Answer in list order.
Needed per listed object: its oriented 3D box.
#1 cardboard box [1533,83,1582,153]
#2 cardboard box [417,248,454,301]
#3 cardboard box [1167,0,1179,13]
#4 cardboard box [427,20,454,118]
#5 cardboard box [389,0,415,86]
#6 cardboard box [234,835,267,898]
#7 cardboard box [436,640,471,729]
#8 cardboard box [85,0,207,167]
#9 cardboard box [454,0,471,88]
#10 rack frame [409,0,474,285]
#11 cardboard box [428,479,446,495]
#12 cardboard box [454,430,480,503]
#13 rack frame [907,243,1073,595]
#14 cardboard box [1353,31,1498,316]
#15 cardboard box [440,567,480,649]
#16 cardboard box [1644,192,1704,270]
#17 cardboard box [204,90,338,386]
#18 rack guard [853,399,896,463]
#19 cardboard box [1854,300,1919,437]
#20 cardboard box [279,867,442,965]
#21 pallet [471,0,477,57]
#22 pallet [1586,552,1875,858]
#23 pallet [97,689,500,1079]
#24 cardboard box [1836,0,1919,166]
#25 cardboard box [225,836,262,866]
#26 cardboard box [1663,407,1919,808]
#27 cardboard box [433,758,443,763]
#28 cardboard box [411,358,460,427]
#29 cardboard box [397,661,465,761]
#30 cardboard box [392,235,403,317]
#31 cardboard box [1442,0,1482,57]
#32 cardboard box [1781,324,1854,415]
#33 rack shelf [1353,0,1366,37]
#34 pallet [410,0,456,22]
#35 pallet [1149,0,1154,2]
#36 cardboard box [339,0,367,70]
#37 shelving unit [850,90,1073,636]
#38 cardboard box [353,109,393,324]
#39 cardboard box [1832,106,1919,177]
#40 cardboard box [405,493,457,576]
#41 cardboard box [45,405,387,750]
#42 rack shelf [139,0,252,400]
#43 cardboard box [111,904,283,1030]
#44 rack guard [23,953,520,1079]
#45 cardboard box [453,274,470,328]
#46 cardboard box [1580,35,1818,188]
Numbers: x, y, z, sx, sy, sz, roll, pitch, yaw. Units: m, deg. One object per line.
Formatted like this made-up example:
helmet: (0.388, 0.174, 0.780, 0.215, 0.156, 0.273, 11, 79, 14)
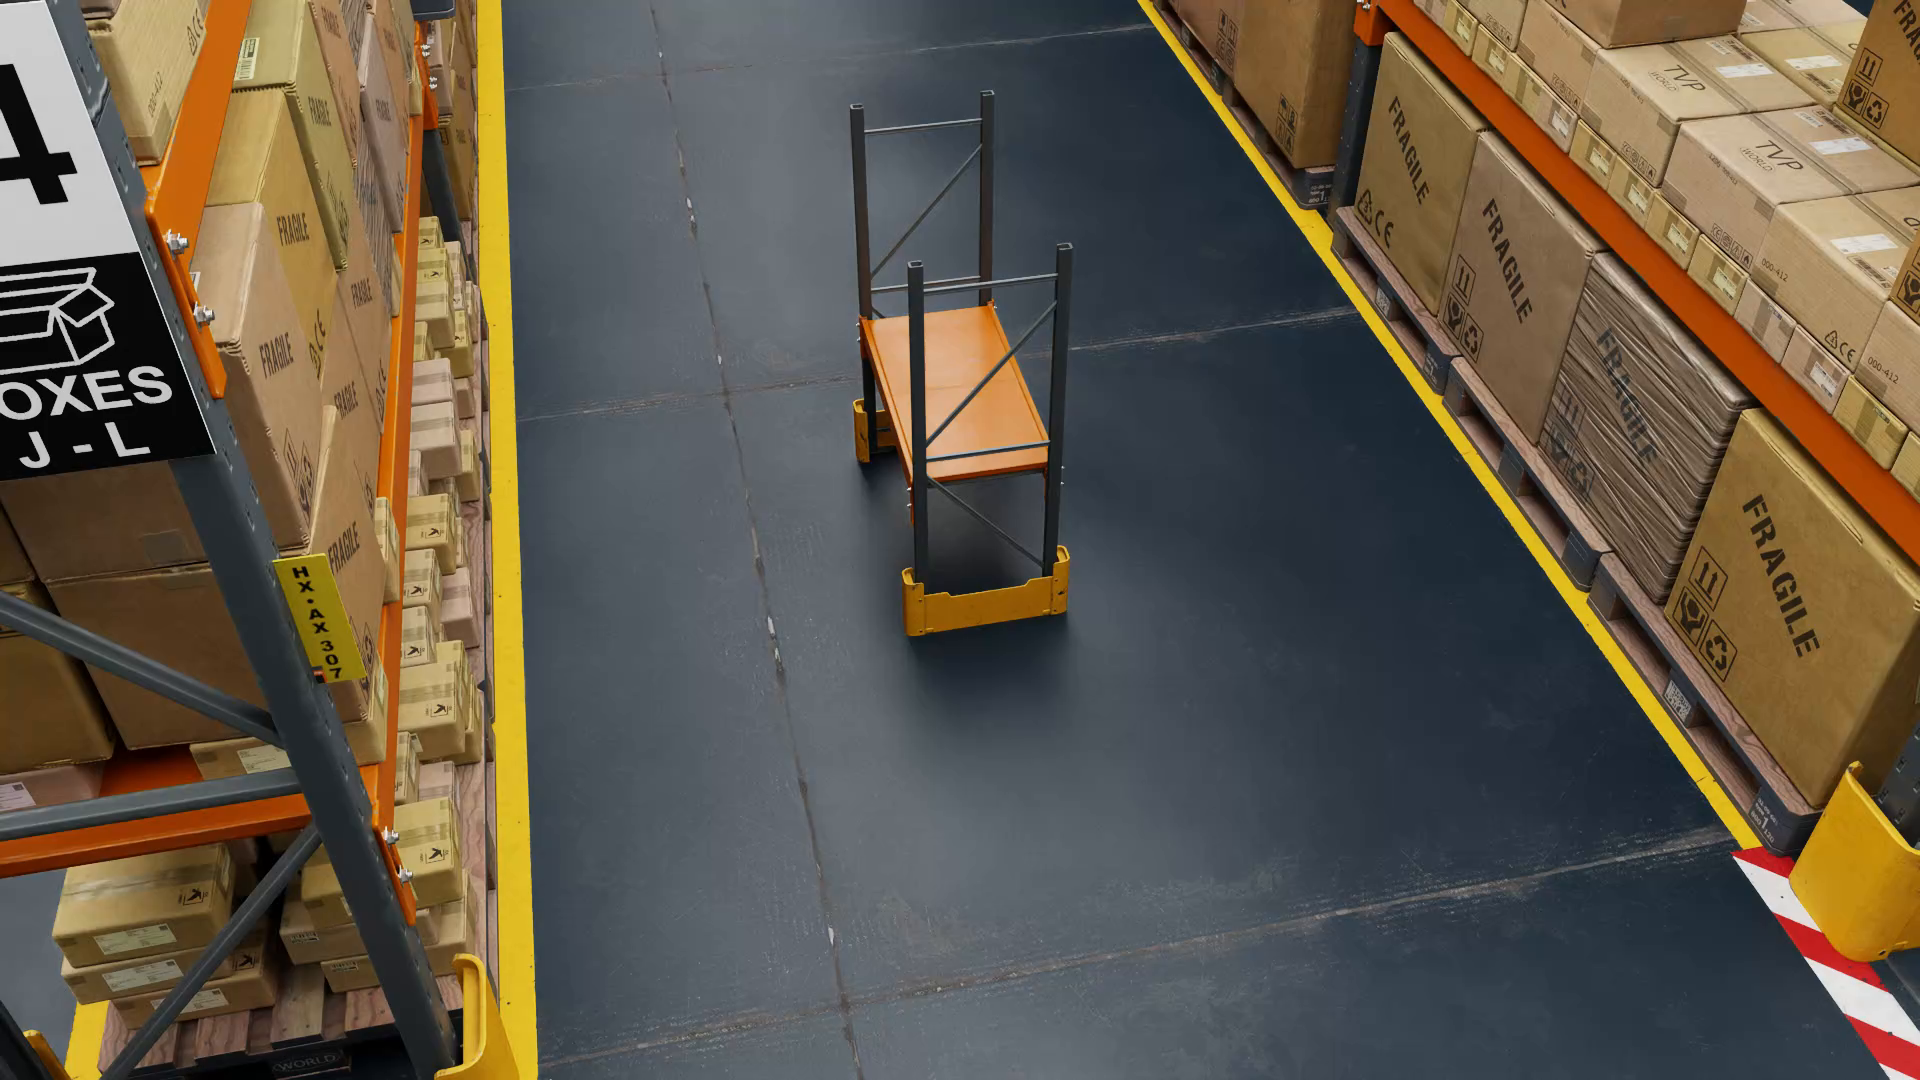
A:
cardboard box: (2.272, -1.509, 5.879, 0.380, 0.149, 0.250, -8, 42, -9)
cardboard box: (-2.187, -0.997, 6.497, 0.380, 0.149, 0.250, -8, 42, -9)
cardboard box: (1.703, -3.608, 9.339, 1.225, 0.875, 0.875, -8, 42, -9)
cardboard box: (-2.513, -2.056, 7.309, 0.500, 0.250, 0.500, -10, 43, -11)
cardboard box: (-2.232, -1.912, 5.845, 0.500, 0.500, 0.500, -8, 42, -9)
cardboard box: (-2.145, 0.876, 4.611, 0.380, 0.149, 0.250, -9, 42, -10)
cardboard box: (-1.704, 0.464, 5.075, 0.380, 0.149, 0.250, -7, 42, -8)
cardboard box: (-1.596, -0.837, 2.787, 0.500, 0.250, 0.500, -7, 42, -8)
cardboard box: (-2.754, -2.456, 8.324, 0.500, 0.500, 0.500, -8, 42, -9)
rack frame: (-2.612, -2.037, 6.285, 1.000, 3.000, 0.127, -8, 42, -9)
cardboard box: (-2.017, -0.220, 5.845, 0.380, 0.149, 0.250, -10, 43, -11)
cardboard box: (-1.971, -0.251, 6.105, 0.380, 0.149, 0.250, -8, 42, -9)
rack frame: (0.091, -0.287, 5.443, 0.500, 1.500, 0.032, -8, 42, -9)
cardboard box: (2.317, -1.605, 7.083, 0.875, 0.875, 0.875, -8, 42, -9)
cardboard box: (-1.811, 0.255, 5.535, 0.380, 0.149, 0.250, -10, 43, -11)
cardboard box: (2.440, -1.009, 5.316, 0.380, 0.149, 0.250, -8, 42, -9)
cardboard box: (-1.701, -0.622, 3.638, 0.500, 0.500, 0.500, -7, 42, -8)
rack guard: (-0.124, -0.466, 6.586, 0.587, 0.250, 0.087, -8, 42, -9)
cardboard box: (2.753, -0.420, 4.353, 0.500, 0.250, 0.500, -9, 42, -10)
cardboard box: (-1.611, 0.977, 4.496, 0.380, 0.149, 0.250, -7, 42, -7)
pallet: (-3.308, -3.080, 9.561, 1.003, 0.211, 1.213, -8, 42, -9)
pallet: (2.867, 0.447, 5.588, 1.003, 0.211, 1.213, -8, 42, -9)
pallet: (-1.906, 1.018, 4.944, 1.003, 0.211, 1.213, -8, 42, -9)
cardboard box: (3.051, -1.434, 4.930, 0.500, 0.500, 0.500, -9, 42, -10)
cardboard box: (-2.108, 0.765, 4.512, 0.380, 0.149, 0.250, -8, 42, -8)
cardboard box: (2.900, 0.145, 5.111, 0.875, 0.875, 0.875, -8, 42, -9)
cardboard box: (-1.746, 0.762, 4.963, 0.380, 0.149, 0.250, -8, 42, -9)
cardboard box: (-1.998, -0.495, 5.931, 0.380, 0.149, 0.250, -10, 43, -11)
cardboard box: (-1.636, 0.511, 4.798, 0.380, 0.149, 0.250, -8, 42, -9)
cardboard box: (-1.914, -0.788, 5.068, 0.380, 0.149, 0.250, -8, 42, -8)
cardboard box: (2.106, -2.008, 6.441, 0.380, 0.149, 0.250, -7, 42, -8)
cardboard box: (2.607, -0.511, 4.755, 0.380, 0.149, 0.250, -8, 42, -9)
rack shelf: (1.821, -3.709, 8.711, 1.077, 0.370, 4.000, -8, 42, -9)
pallet: (-2.635, -2.481, 6.930, 1.003, 0.211, 1.213, -8, 42, -9)
pallet: (1.486, -3.710, 10.271, 1.003, 0.211, 1.213, -8, 42, -9)
cardboard box: (-2.033, -1.625, 4.769, 0.500, 0.500, 0.500, -7, 42, -8)
shelving unit: (-0.016, -0.610, 5.808, 0.587, 1.500, 1.083, -8, 42, -9)
cardboard box: (-1.925, -0.915, 4.722, 0.500, 0.500, 0.500, -9, 42, -10)
cardboard box: (3.053, -1.156, 5.182, 0.500, 0.250, 0.500, -10, 43, -11)
cardboard box: (-1.833, 0.004, 5.369, 0.380, 0.149, 0.250, -8, 42, -9)
cardboard box: (-1.576, 0.077, 3.605, 0.500, 0.500, 0.500, -6, 42, -7)
rack shelf: (-2.180, -1.593, 4.068, 1.077, 0.370, 4.000, -8, 42, -9)
cardboard box: (-2.066, 1.154, 4.522, 0.380, 0.149, 0.250, -8, 42, -9)
rack guard: (-1.765, 1.442, 4.249, 1.175, 0.500, 0.348, -8, 42, -9)
cardboard box: (-2.163, -0.907, 6.619, 0.380, 0.149, 0.250, -10, 43, -11)
cardboard box: (2.417, -1.416, 5.475, 0.500, 0.250, 0.500, -8, 42, -9)
